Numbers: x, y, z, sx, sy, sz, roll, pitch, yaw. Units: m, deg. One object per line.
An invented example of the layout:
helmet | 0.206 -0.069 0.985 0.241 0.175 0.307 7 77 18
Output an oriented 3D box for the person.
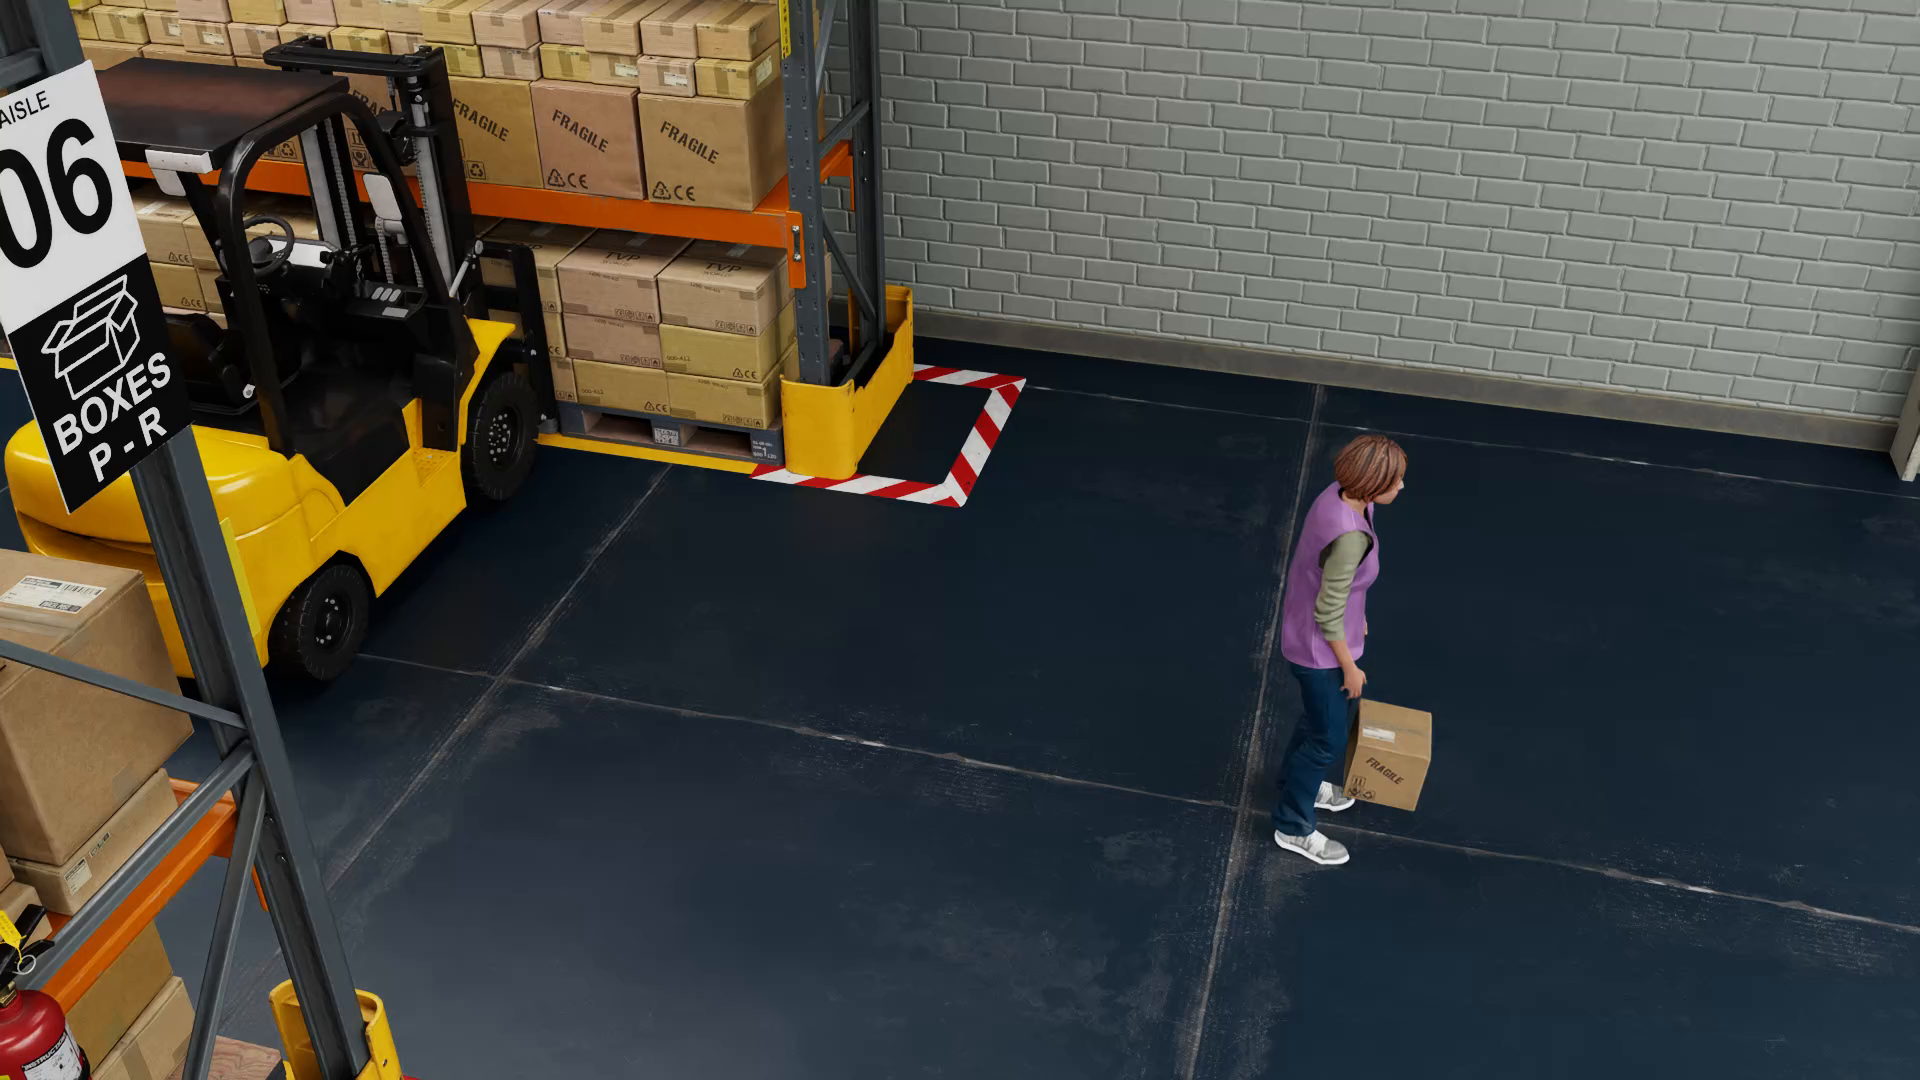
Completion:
person | 1.252 0.353 5.608 0.345 1.596 0.444 7 34 11
